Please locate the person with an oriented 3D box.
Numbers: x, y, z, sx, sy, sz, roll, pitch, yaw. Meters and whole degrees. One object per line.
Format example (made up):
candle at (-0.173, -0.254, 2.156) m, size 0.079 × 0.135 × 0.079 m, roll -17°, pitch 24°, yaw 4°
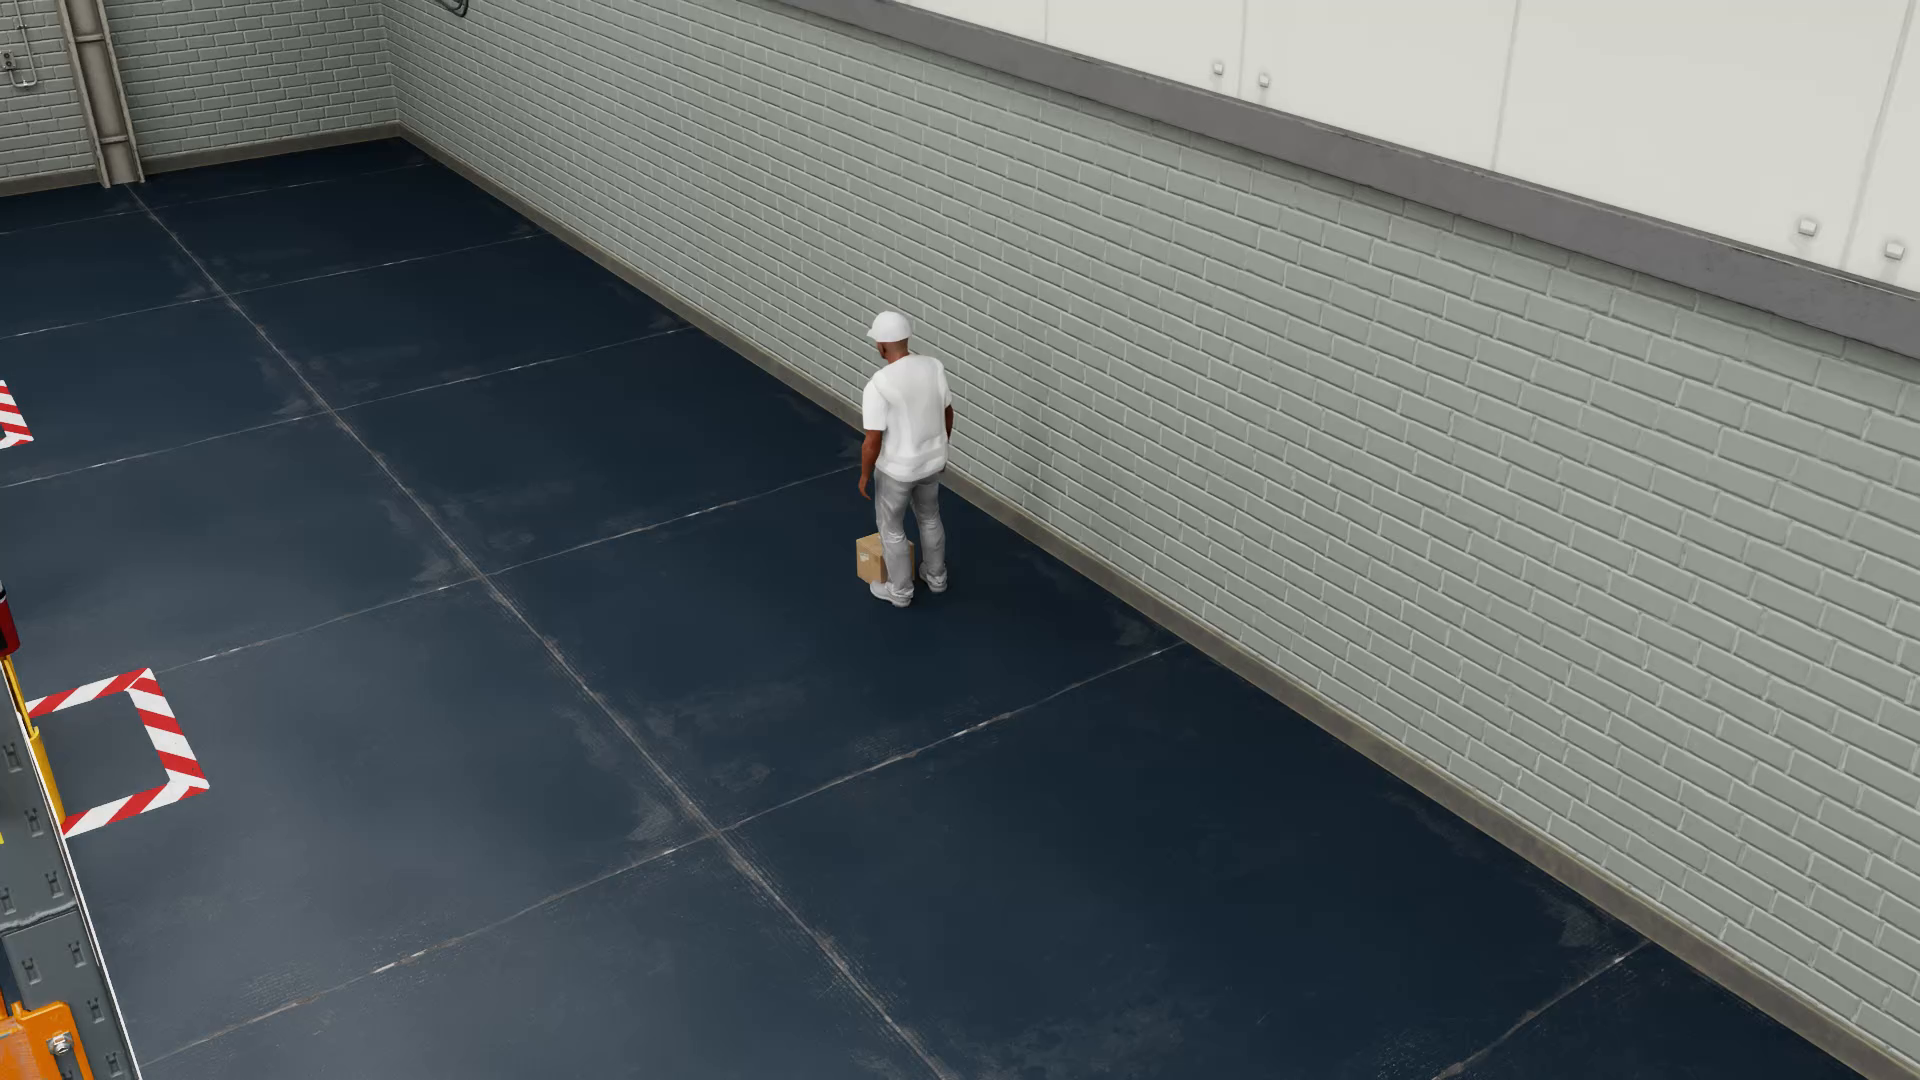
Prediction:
person at (-0.314, -0.453, 9.448) m, size 0.632 × 1.755 × 0.462 m, roll -21°, pitch 35°, yaw -34°
